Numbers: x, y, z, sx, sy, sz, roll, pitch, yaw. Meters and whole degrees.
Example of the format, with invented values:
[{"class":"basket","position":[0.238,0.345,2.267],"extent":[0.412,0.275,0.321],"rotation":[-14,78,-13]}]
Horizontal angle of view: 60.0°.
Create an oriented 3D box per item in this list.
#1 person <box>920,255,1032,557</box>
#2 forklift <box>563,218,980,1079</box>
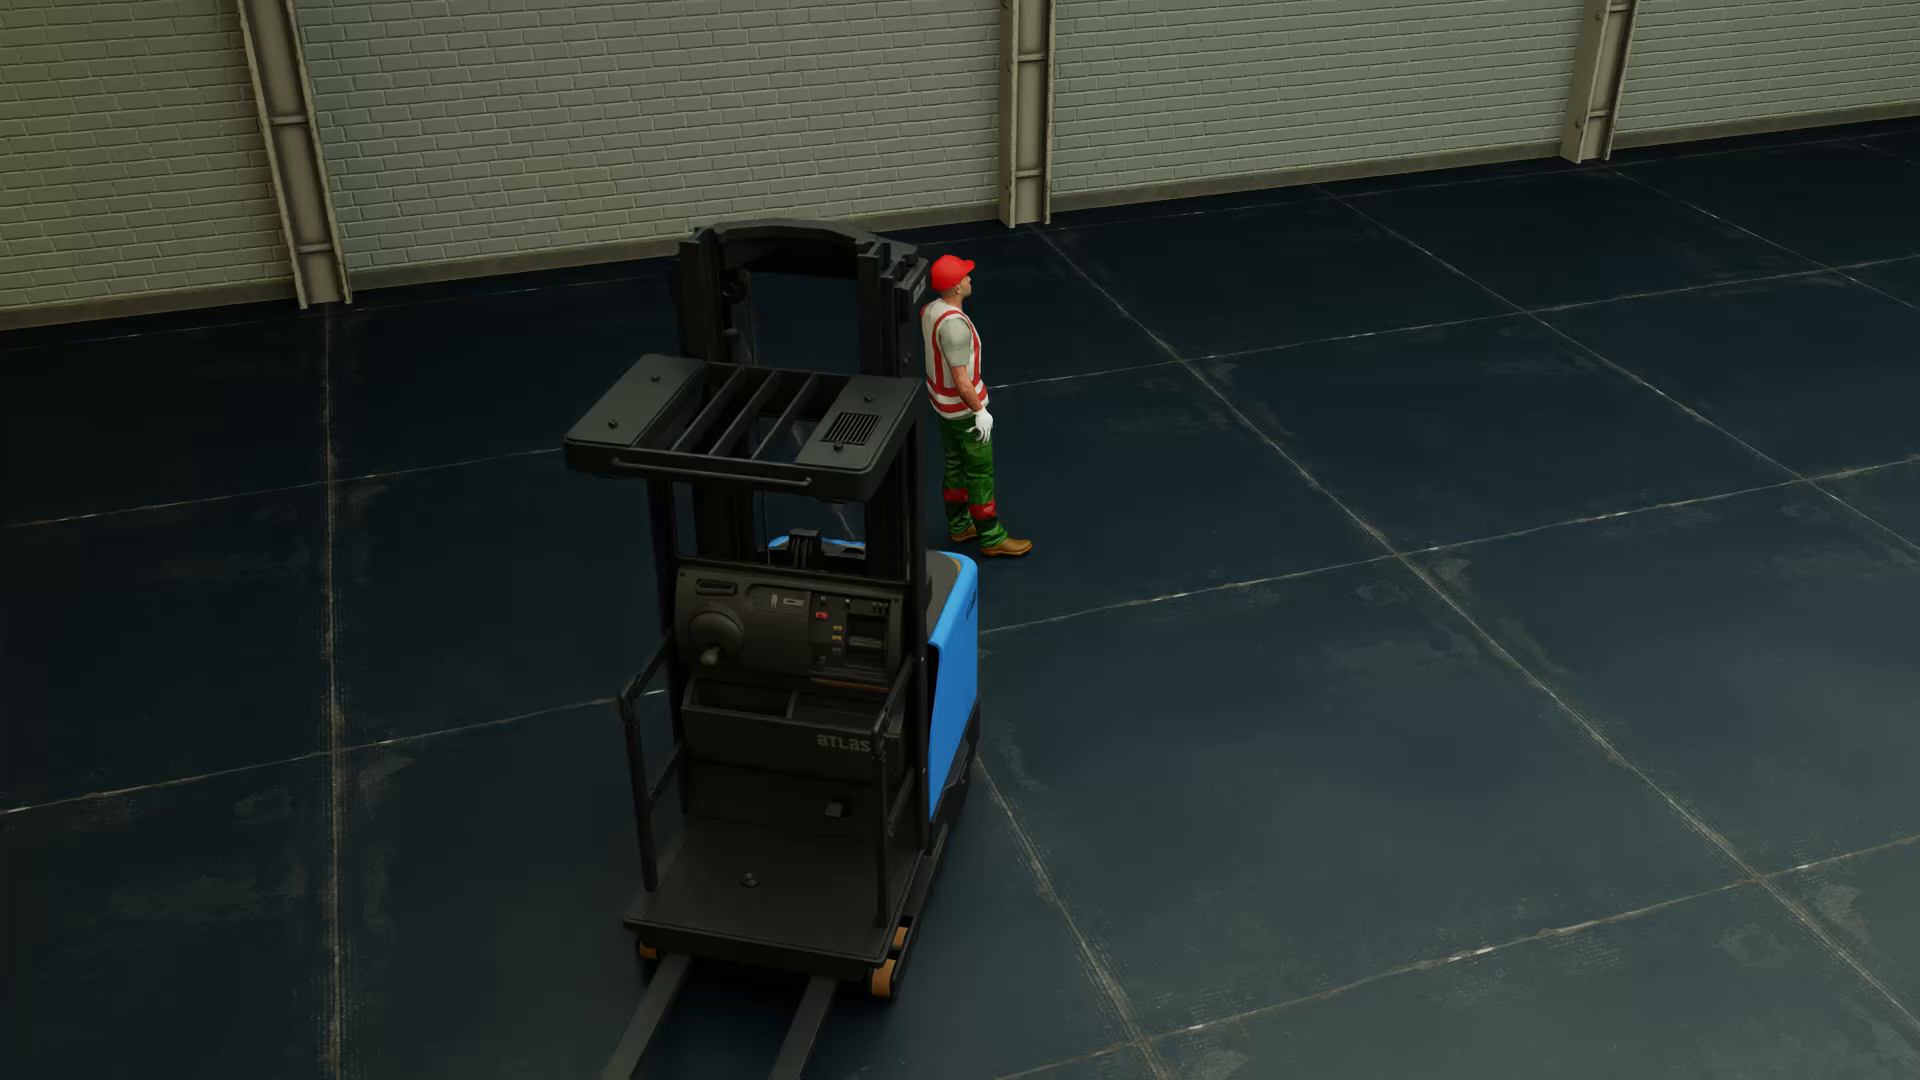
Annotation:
[{"class":"person","position":[0.080,-0.789,9.590],"extent":[0.562,1.789,0.638],"rotation":[-10,31,-16]},{"class":"forklift","position":[-0.727,0.391,6.407],"extent":[1.130,2.935,3.031],"rotation":[6,31,11]}]
